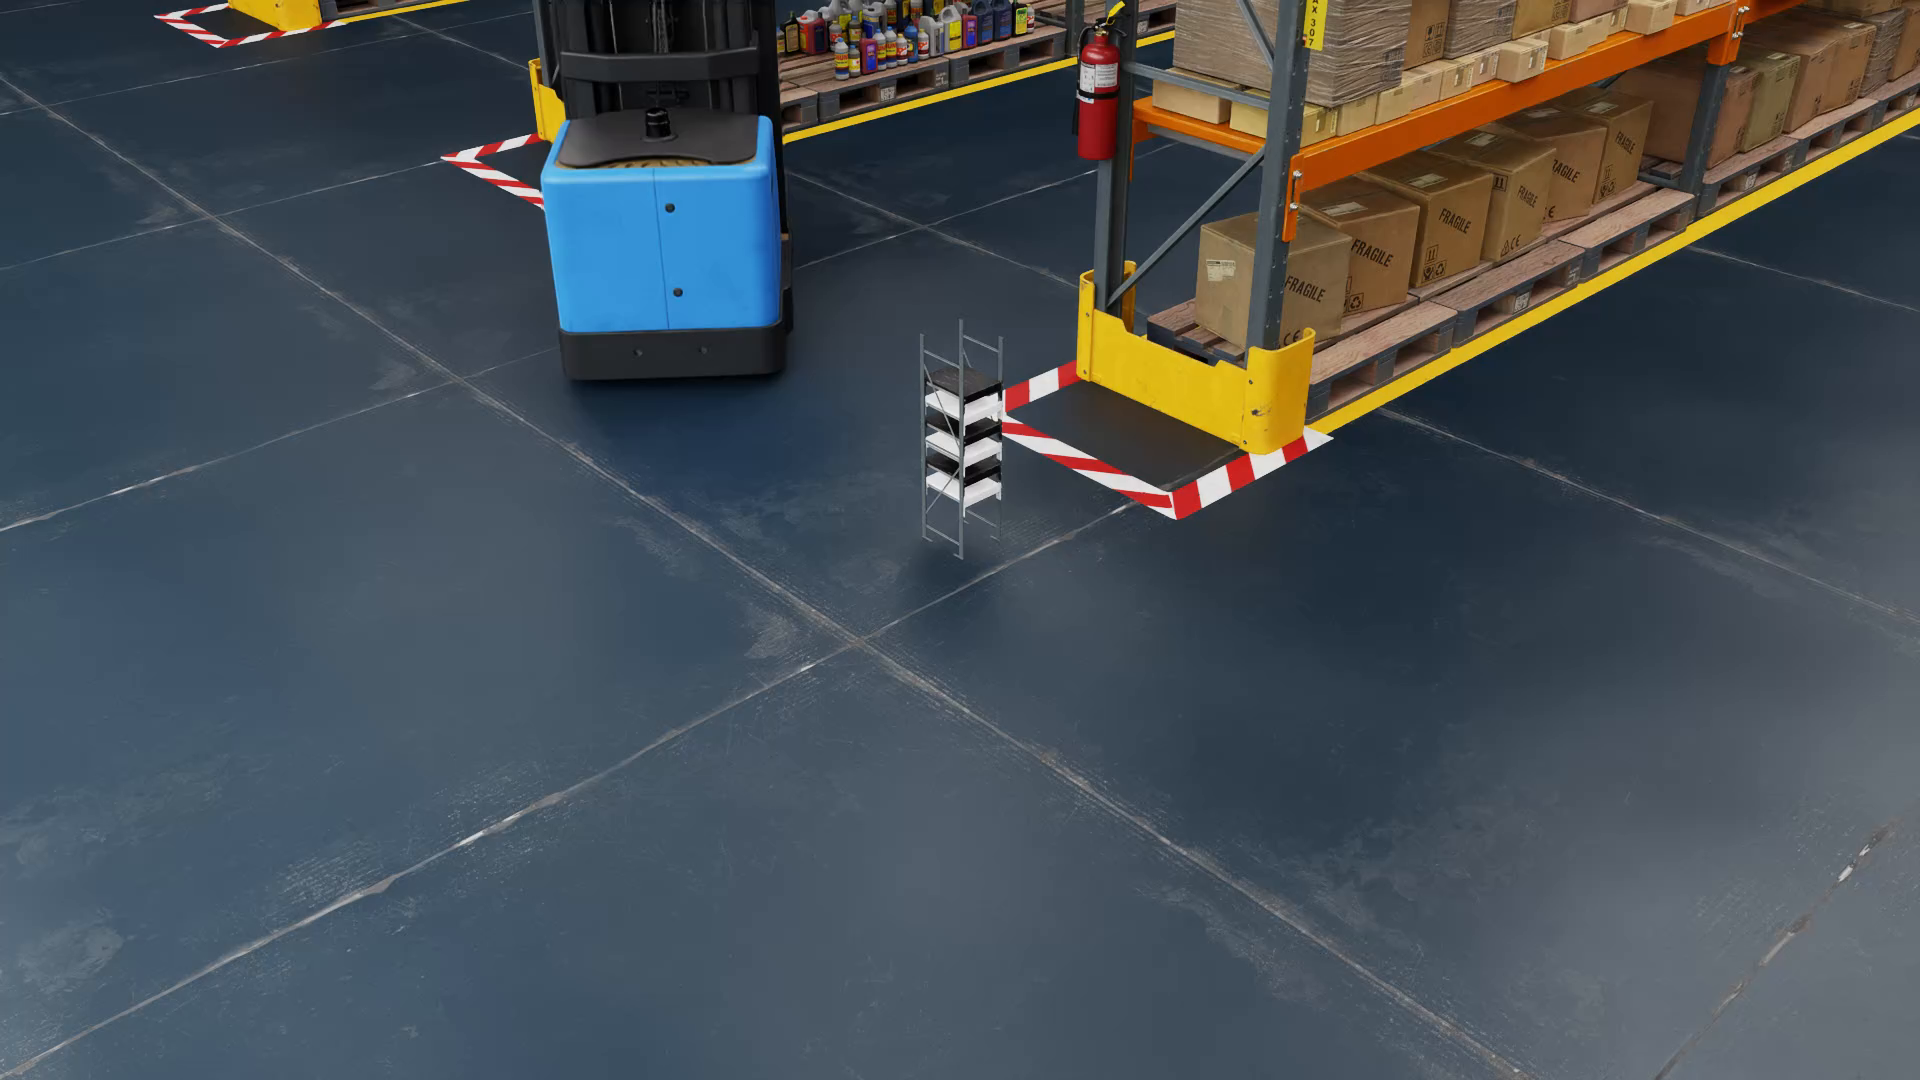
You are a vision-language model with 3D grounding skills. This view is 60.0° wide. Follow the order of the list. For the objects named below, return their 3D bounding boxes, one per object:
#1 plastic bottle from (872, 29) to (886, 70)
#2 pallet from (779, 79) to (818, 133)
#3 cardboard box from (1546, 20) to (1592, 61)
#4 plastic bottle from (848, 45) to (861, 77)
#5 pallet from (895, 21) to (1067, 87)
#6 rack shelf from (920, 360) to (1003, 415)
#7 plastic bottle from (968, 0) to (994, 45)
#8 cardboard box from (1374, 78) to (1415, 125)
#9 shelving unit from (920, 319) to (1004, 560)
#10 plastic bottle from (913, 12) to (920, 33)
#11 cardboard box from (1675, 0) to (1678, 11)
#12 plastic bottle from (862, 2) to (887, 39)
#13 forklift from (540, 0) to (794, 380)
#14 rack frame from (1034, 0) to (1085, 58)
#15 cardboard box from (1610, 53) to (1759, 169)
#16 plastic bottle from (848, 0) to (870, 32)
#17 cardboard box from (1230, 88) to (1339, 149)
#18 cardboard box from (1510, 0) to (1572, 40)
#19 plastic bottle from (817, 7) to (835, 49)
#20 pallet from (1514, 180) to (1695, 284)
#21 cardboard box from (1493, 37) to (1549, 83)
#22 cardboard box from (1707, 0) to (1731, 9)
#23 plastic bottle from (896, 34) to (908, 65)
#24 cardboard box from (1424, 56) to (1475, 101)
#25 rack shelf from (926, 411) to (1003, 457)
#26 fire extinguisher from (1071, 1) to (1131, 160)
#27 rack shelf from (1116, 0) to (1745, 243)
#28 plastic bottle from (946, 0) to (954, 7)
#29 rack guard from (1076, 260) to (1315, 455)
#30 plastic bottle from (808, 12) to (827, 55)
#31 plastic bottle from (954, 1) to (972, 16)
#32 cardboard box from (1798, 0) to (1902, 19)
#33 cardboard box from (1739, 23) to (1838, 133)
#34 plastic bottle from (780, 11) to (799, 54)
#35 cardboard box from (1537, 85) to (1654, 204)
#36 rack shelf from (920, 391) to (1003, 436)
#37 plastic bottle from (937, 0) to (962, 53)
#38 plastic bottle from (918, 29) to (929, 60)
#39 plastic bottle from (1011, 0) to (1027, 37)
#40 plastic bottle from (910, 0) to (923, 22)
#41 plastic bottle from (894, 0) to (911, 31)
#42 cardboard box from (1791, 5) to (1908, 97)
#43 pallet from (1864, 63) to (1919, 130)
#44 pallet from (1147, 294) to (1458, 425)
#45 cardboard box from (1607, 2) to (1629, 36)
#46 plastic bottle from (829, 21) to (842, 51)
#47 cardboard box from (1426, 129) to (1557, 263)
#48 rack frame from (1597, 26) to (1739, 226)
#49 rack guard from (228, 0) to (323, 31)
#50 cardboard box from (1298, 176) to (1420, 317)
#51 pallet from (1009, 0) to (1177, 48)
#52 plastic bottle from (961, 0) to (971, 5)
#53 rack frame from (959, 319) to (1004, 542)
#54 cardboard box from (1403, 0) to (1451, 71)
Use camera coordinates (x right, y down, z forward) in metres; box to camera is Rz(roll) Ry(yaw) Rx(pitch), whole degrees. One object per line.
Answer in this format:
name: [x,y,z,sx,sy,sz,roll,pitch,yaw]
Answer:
plastic bottle: [-0.571,-3.464,11.732,0.097,0.271,0.097,0,31,0]
pallet: [-1.740,-2.936,11.349,1.213,0.211,1.003,-26,40,-35]
cardboard box: [2.870,-2.496,8.198,0.250,0.149,0.380,-26,40,-35]
plastic bottle: [-0.746,-3.349,11.612,0.097,0.201,0.097,0,31,0]
pallet: [0.049,-3.801,12.764,1.213,0.211,1.003,-26,40,-35]
rack shelf: [0.006,-0.589,6.396,0.200,0.077,0.258,-26,40,-35]
plastic bottle: [0.153,-3.864,12.311,0.144,0.351,0.185,27,40,37]
cardboard box: [1.765,-1.967,7.332,0.250,0.149,0.380,-26,40,-35]
shelving unit: [0.006,-0.387,6.520,0.210,0.900,0.258,-26,40,-35]
plastic bottle: [-0.279,-3.705,12.116,0.133,0.283,0.061,-26,40,-35]
cardboard box: [3.566,-2.872,8.812,0.250,0.149,0.380,-26,40,-35]
plastic bottle: [-0.635,-3.846,12.353,0.135,0.276,0.152,-26,40,-35]
forklift: [-1.478,-2.746,8.431,1.130,2.935,3.031,-2,32,-4]
rack frame: [0.570,-5.213,12.400,0.127,3.000,1.000,-26,40,-35]
cardboard box: [4.402,-2.649,10.182,0.700,0.500,0.500,26,40,35]
plastic bottle: [-0.754,-3.925,12.412,0.185,0.351,0.144,-26,40,-36]
cardboard box: [1.375,-1.802,7.063,0.250,0.149,0.380,-26,40,-35]
cardboard box: [2.482,-2.811,8.090,0.500,0.500,0.875,-26,40,-35]
plastic bottle: [-1.009,-3.767,12.225,0.135,0.276,0.152,-27,41,-37]
pallet: [3.469,-1.877,9.617,1.213,0.211,1.003,-26,40,-35]
cardboard box: [2.541,-2.297,7.873,0.250,0.149,0.380,-26,40,-35]
cardboard box: [3.980,-3.023,9.059,0.250,0.149,0.380,-26,40,-35]
plastic bottle: [-0.425,-3.504,11.866,0.097,0.201,0.097,0,31,0]
cardboard box: [2.123,-2.149,7.630,0.250,0.149,0.380,-26,40,-35]
rack shelf: [0.006,-0.435,6.490,0.200,0.077,0.258,-26,40,-35]
fire extinguisher: [0.607,-2.002,7.223,0.183,0.674,0.296,-26,40,-35]
rack shelf: [2.471,-2.302,8.329,4.000,0.370,1.077,-26,40,-35]
plastic bottle: [-0.108,-4.131,12.813,0.133,0.283,0.061,-26,40,-35]
rack guard: [1.060,-0.860,7.678,0.348,0.500,1.175,-26,40,-35]
plastic bottle: [-1.038,-3.681,12.076,0.133,0.283,0.061,-26,40,-35]
plastic bottle: [0.034,-3.880,12.409,0.135,0.276,0.152,-26,40,-35]
cardboard box: [6.018,-3.737,11.242,0.500,0.250,0.500,-21,37,-30]
cardboard box: [5.175,-3.010,10.771,0.700,0.500,0.500,25,40,35]
plastic bottle: [-1.241,-3.691,12.093,0.133,0.283,0.061,-25,39,-34]
cardboard box: [3.617,-2.305,9.637,0.500,0.500,0.500,-27,41,-37]
rack shelf: [0.006,-0.512,6.443,0.200,0.077,0.258,-26,40,-35]
plastic bottle: [-0.084,-3.749,12.124,0.185,0.351,0.144,-26,40,-36]
plastic bottle: [-0.274,-3.577,11.985,0.097,0.201,0.097,0,31,0]
plastic bottle: [0.441,-3.945,12.509,0.133,0.283,0.061,-24,39,-33]
plastic bottle: [-0.328,-4.012,12.629,0.097,0.271,0.097,0,31,0]
plastic bottle: [-0.443,-4.076,12.658,0.144,0.351,0.185,27,41,37]
cardboard box: [5.995,-3.412,11.428,0.700,0.500,0.500,25,40,35]
pallet: [6.297,-3.271,11.897,1.213,0.211,1.003,-26,40,-35]
pallet: [1.680,-1.012,8.202,1.213,0.211,1.003,-26,40,-35]
cardboard box: [3.185,-2.702,8.535,0.250,0.149,0.380,-26,40,-35]
plastic bottle: [-0.911,-3.694,12.177,0.097,0.201,0.097,0,31,0]
cardboard box: [2.800,-1.848,8.891,0.500,0.500,0.500,25,39,35]
rack frame: [3.937,-3.319,9.302,0.127,3.000,1.000,-26,40,-35]
rack guard: [-5.746,-4.616,13.819,0.348,0.500,1.175,-26,40,-35]
cardboard box: [1.889,-1.453,8.244,0.500,0.500,0.500,-15,35,-23]
pallet: [1.119,-4.317,13.607,1.213,0.211,1.003,-26,40,-35]
plastic bottle: [0.038,-4.292,13.087,0.097,0.271,0.097,0,31,0]
rack frame: [0.081,-0.423,6.579,0.006,0.900,0.240,-26,40,-35]
cardboard box: [1.711,-2.477,7.545,0.500,0.500,0.875,-26,40,-35]
